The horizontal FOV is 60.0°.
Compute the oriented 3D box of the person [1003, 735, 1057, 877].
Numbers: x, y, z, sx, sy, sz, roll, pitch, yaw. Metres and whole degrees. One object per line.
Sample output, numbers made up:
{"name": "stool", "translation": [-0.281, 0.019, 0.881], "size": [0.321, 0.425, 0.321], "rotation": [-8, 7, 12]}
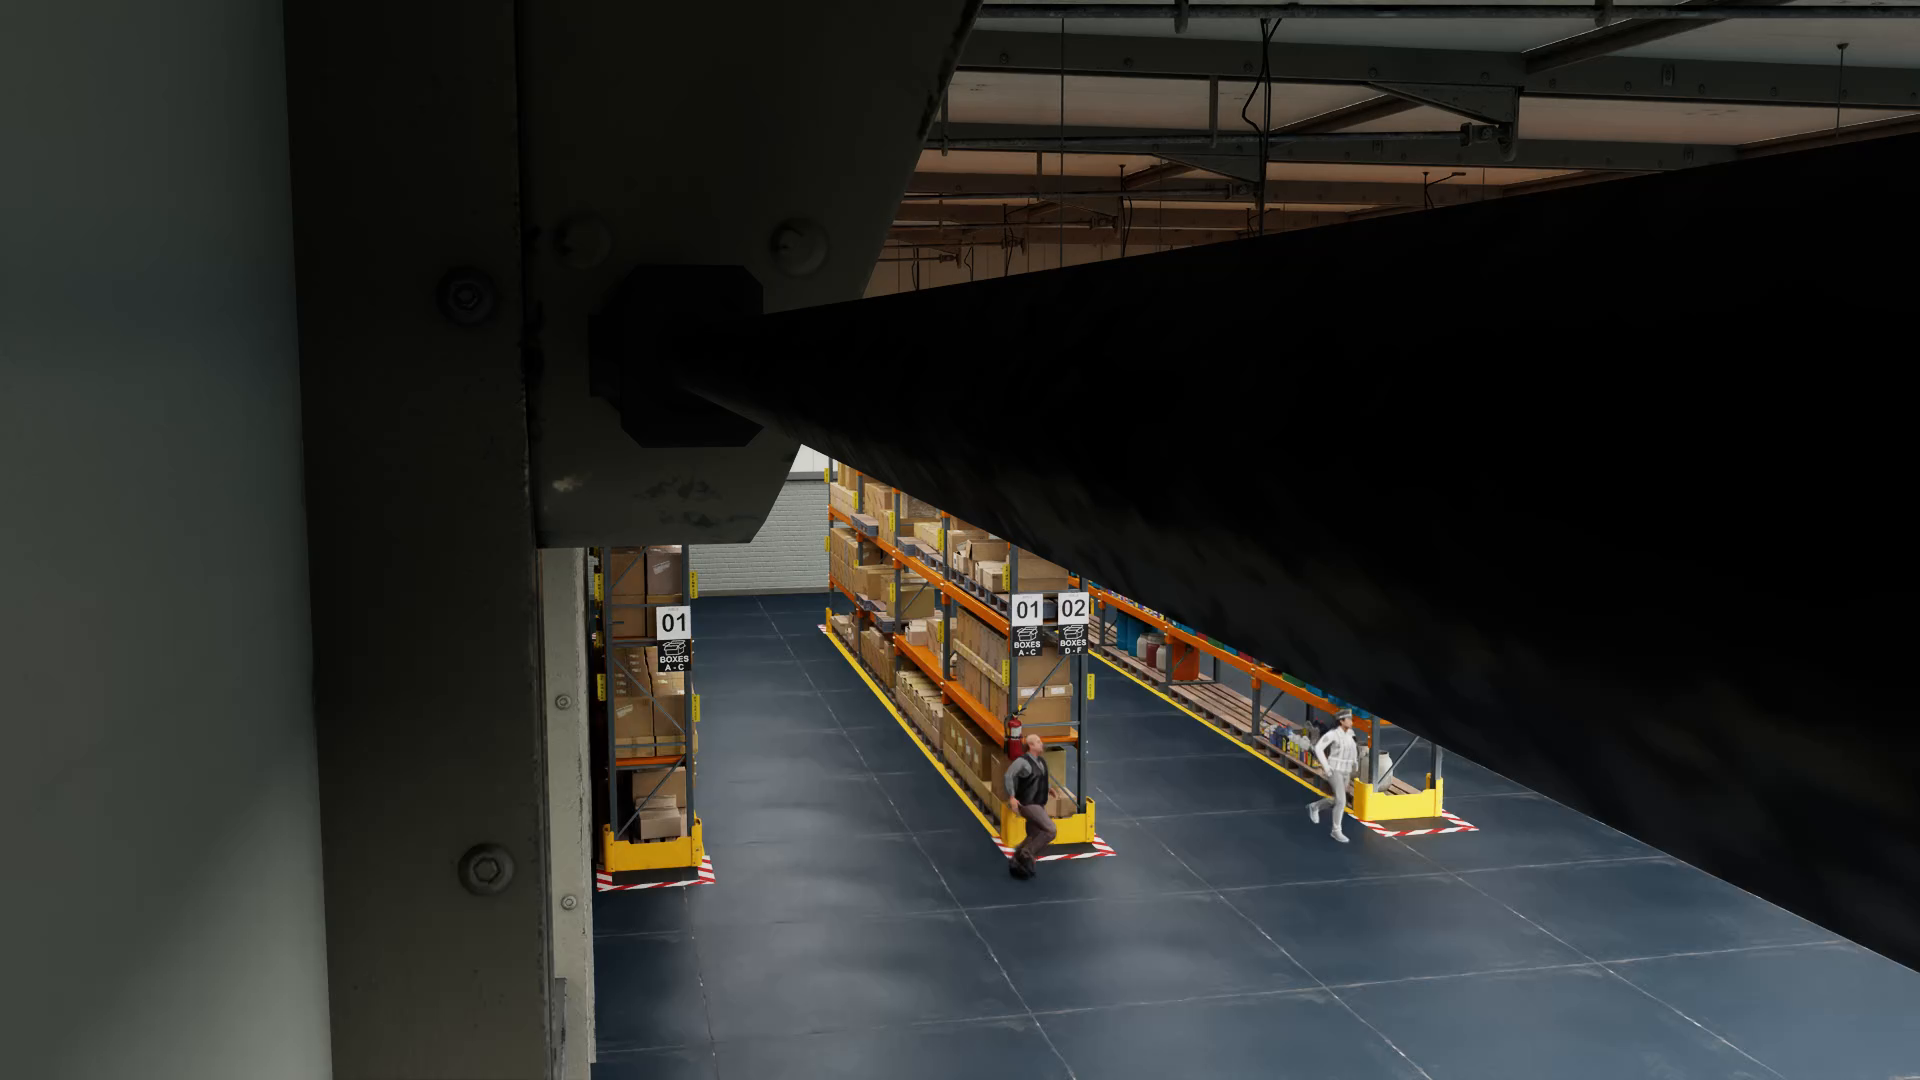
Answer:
{"name": "person", "translation": [0.909, 3.153, 19.796], "size": [0.625, 1.653, 0.657], "rotation": [3, 8, 26]}

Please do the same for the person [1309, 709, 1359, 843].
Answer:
{"name": "person", "translation": [4.871, 2.985, 21.452], "size": [0.657, 1.658, 0.751], "rotation": [-5, 8, -34]}
